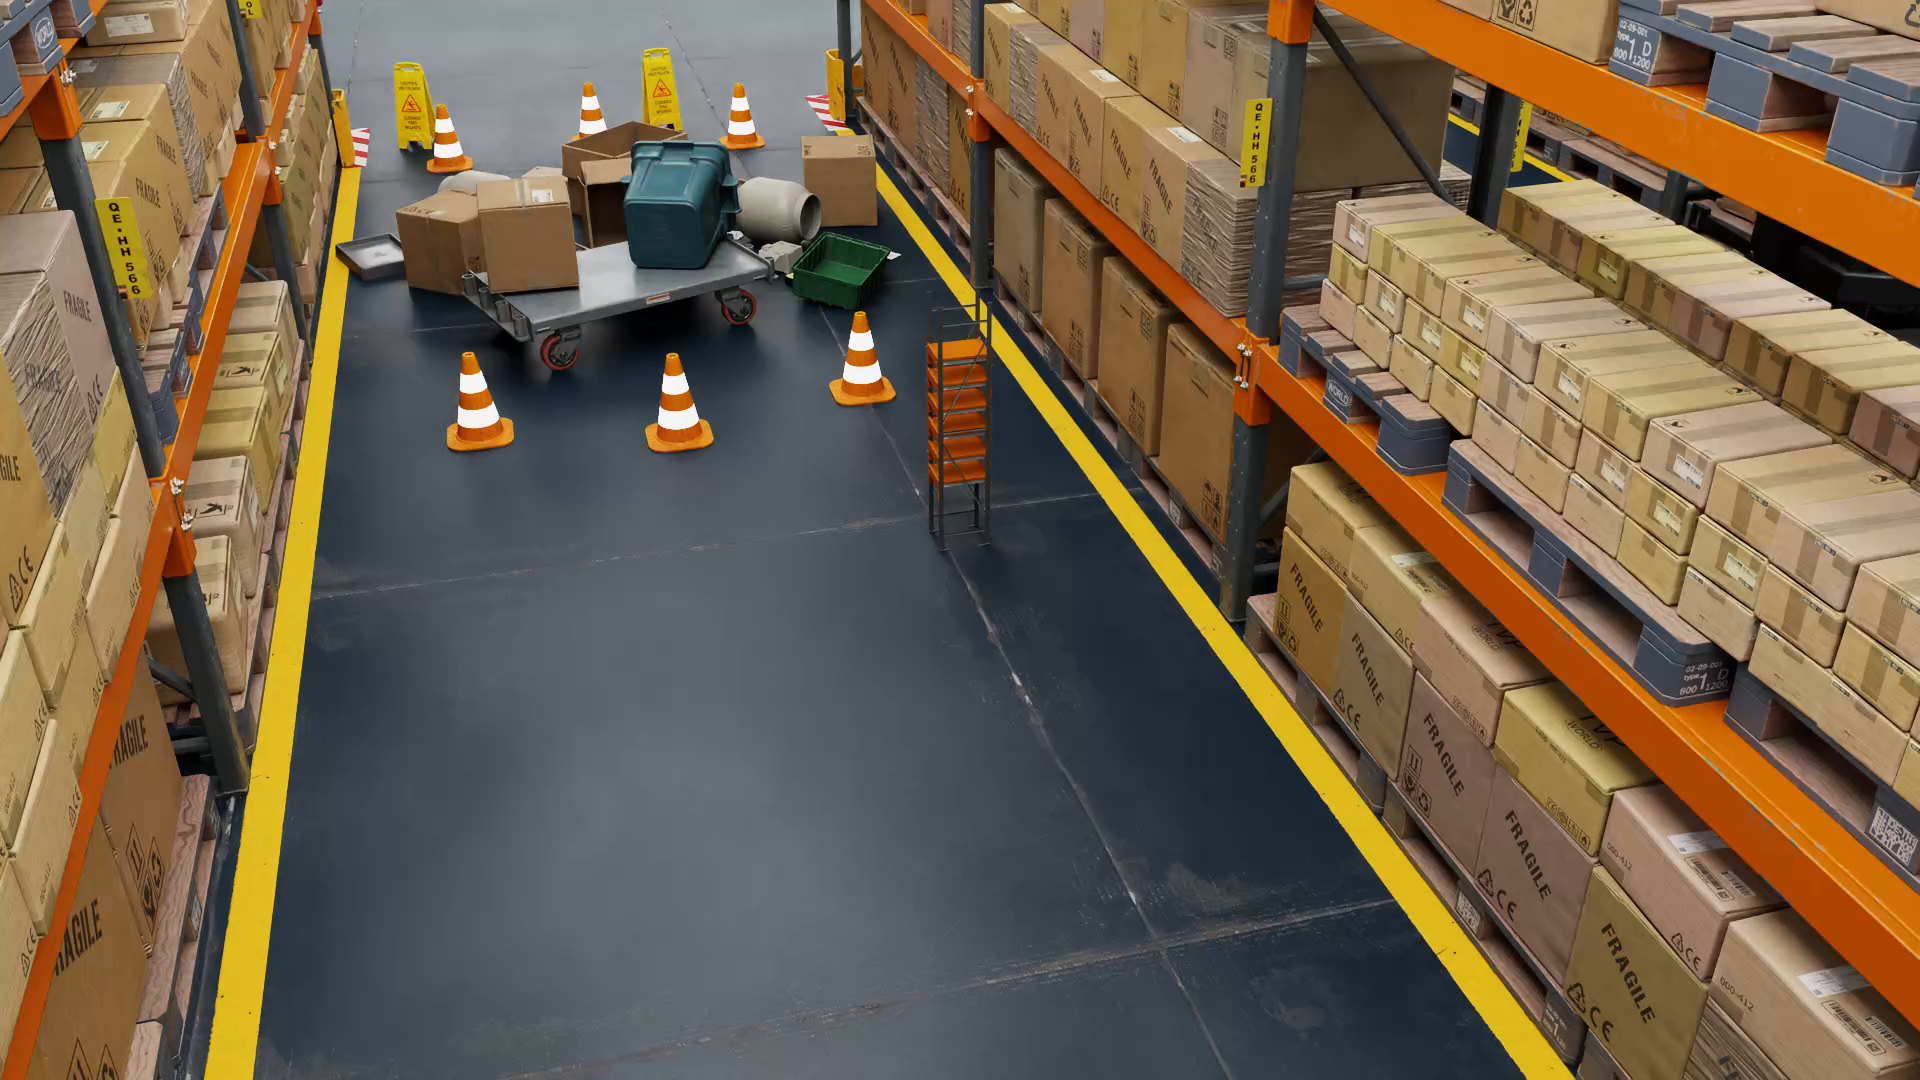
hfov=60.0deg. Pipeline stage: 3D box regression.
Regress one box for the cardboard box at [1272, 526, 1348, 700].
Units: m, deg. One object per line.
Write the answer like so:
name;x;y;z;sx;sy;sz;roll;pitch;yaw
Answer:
cardboard box;1.564;0.243;6.412;0.500;0.500;0.500;-9;31;-15

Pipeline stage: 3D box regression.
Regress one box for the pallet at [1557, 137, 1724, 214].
pallet;5.157;-2.688;12.183;1.003;0.211;1.213;-8;31;-13

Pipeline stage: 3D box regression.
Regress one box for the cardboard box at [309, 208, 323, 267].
cardboard box;-4.234;-1.826;10.237;0.500;0.250;0.500;-6;31;-10

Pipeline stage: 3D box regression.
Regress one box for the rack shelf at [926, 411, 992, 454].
rack shelf;-0.004;-0.488;7.484;0.258;0.103;0.180;-8;31;-13

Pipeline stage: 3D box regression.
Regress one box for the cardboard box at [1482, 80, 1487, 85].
cardboard box;4.649;-4.019;13.775;0.500;0.500;0.500;0;30;0

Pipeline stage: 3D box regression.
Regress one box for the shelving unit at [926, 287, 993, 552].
shelving unit;-0.004;-0.526;7.462;0.258;1.200;0.189;-8;31;-13

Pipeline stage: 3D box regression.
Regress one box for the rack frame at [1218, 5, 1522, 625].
rack frame;1.622;-1.033;6.540;1.000;3.000;0.127;-8;31;-13

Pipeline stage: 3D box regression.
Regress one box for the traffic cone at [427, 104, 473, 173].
traffic cone;-3.889;-3.055;12.567;0.336;0.463;0.334;-8;31;-13

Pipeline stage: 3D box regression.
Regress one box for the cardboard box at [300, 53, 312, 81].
cardboard box;-4.557;-3.144;11.117;0.380;0.149;0.250;-7;31;-12

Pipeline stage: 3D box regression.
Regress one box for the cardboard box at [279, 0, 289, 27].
cardboard box;-4.463;-3.404;10.240;0.500;0.500;0.500;-7;31;-13

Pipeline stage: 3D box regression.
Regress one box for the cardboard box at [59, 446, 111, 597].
cardboard box;-2.610;-0.030;4.458;0.500;0.250;0.500;-9;31;-15

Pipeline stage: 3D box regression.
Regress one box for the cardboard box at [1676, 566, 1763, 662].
cardboard box;2.108;0.160;4.311;0.380;0.149;0.250;-9;31;-15

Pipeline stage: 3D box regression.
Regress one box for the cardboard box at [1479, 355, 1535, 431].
cardboard box;1.837;-0.473;5.107;0.380;0.149;0.250;-8;31;-13

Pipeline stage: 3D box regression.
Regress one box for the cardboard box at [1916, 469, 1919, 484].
cardboard box;2.745;-0.185;4.313;0.380;0.149;0.250;-8;31;-14

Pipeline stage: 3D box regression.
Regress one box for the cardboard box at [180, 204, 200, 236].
cardboard box;-3.413;-1.367;6.950;0.380;0.149;0.250;-7;31;-12

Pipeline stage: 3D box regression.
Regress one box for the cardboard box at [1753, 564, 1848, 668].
cardboard box;2.177;0.153;4.026;0.380;0.149;0.250;-9;31;-15

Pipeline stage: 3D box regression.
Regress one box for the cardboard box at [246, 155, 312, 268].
cardboard box;-4.081;-1.895;9.606;0.500;0.500;0.500;-6;31;-11

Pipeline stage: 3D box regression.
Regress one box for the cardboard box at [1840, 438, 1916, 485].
cardboard box;2.670;-0.187;4.613;0.380;0.149;0.250;-8;31;-14

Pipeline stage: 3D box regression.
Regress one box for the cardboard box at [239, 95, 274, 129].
cardboard box;-3.960;-2.344;9.055;0.380;0.149;0.250;-8;31;-14

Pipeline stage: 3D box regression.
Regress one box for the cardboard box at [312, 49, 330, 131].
cardboard box;-4.783;-3.153;11.781;0.500;0.500;0.500;-8;31;-13

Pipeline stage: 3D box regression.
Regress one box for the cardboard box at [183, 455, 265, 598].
cardboard box;-3.467;0.000;6.959;0.950;0.372;0.625;-8;31;-14

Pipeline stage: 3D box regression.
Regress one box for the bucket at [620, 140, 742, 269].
bucket;-1.698;-1.965;9.900;0.726;0.611;0.620;2;40;4

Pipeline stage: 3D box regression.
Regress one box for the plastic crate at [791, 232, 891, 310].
plastic crate;-0.749;-1.682;10.411;0.450;0.188;0.662;16;32;7

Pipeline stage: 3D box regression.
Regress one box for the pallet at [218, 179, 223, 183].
pallet;-4.123;-1.786;8.033;1.003;0.211;1.213;-8;31;-13

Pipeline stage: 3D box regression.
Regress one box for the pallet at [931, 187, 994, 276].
pallet;0.434;-2.135;11.228;1.003;0.211;1.213;-8;31;-13

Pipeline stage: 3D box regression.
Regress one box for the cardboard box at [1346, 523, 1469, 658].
cardboard box;1.706;0.153;5.819;0.500;0.250;0.500;-8;31;-14

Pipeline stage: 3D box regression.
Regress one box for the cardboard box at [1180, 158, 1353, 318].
cardboard box;1.244;-1.258;6.829;0.500;0.500;0.500;-8;31;-13

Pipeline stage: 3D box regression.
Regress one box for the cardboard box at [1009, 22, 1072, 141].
cardboard box;0.575;-2.474;8.931;0.500;0.500;0.500;-8;31;-13

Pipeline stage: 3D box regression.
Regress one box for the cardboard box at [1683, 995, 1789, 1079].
cardboard box;2.245;1.475;4.283;0.500;0.500;0.500;-8;31;-14

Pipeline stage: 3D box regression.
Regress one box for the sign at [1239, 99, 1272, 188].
sign;1.088;-1.458;6.119;0.100;0.325;0.005;-8;31;-13

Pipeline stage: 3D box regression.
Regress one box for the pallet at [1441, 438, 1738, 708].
pallet;2.187;0.001;4.945;1.003;0.211;1.213;-8;31;-13

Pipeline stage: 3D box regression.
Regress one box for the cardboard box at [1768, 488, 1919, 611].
cardboard box;2.180;0.019;3.960;0.380;0.149;0.250;-8;31;-13

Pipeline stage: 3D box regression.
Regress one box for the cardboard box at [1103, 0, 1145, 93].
cardboard box;1.103;-2.465;7.917;0.700;0.500;0.500;-8;31;-14

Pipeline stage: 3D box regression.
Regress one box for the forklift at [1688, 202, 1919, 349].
forklift;3.976;-1.550;7.503;1.130;2.935;3.031;-5;30;-8

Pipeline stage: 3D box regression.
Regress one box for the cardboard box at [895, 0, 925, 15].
cardboard box;0.016;-3.988;11.495;0.875;0.550;0.500;-8;31;-13

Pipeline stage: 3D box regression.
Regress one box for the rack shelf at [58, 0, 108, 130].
rack shelf;-3.654;-2.278;6.416;1.077;0.370;4.000;-8;31;-13

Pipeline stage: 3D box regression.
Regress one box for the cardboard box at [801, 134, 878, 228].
cardboard box;-0.841;-2.497;11.562;0.500;0.500;0.500;-3;30;-5

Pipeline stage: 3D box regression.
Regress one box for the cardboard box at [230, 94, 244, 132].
cardboard box;-3.783;-2.119;8.248;0.380;0.149;0.250;-7;31;-13

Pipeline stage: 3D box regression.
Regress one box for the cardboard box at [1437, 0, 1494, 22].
cardboard box;1.657;-1.822;4.810;0.500;0.500;0.500;-8;31;-13

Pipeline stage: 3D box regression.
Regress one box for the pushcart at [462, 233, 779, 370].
pushcart;-2.000;-1.450;9.878;1.648;0.377;0.936;-20;35;-30

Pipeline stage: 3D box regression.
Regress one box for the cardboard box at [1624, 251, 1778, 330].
cardboard box;2.403;-0.811;5.394;0.380;0.149;0.250;-7;31;-12

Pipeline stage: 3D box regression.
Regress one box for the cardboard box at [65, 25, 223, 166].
cardboard box;-3.577;-1.929;7.273;0.500;0.500;0.500;-7;31;-12

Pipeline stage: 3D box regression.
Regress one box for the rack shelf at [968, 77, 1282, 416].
rack shelf;1.091;-1.687;8.389;1.077;0.370;4.000;-8;31;-13

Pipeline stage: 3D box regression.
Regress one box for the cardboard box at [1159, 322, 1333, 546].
cardboard box;1.547;-0.547;7.527;1.050;0.750;0.750;-8;31;-14

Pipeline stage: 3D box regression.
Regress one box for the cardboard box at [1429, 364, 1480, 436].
cardboard box;1.763;-0.473;5.404;0.380;0.149;0.250;-6;31;-11

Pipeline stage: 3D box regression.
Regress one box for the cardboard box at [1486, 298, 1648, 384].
cardboard box;1.836;-0.607;5.042;0.380;0.149;0.250;-6;31;-11

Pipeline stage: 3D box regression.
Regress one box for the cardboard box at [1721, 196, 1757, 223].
cardboard box;5.512;-2.384;10.931;0.700;0.500;0.500;-10;32;-17

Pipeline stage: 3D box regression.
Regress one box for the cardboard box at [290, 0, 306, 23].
cardboard box;-4.622;-3.574;11.181;0.380;0.149;0.250;-7;31;-12

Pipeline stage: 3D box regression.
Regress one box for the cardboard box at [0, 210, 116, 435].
cardboard box;-2.734;-0.587;4.671;0.500;0.500;0.500;-9;31;-15

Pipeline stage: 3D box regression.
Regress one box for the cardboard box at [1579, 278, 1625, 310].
cardboard box;2.337;-0.801;5.674;0.380;0.149;0.250;-7;31;-12

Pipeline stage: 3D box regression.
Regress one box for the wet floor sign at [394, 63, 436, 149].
wet floor sign;-4.266;-3.404;12.988;0.267;0.644;0.232;2;30;4

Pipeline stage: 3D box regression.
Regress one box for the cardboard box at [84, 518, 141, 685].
cardboard box;-2.588;0.194;4.571;0.500;0.250;0.500;-7;31;-12

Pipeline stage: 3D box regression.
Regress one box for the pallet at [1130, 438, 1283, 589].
pallet;1.486;-0.216;7.913;1.003;0.211;1.213;-8;31;-13

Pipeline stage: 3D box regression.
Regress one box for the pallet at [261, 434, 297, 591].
pallet;-3.650;-0.084;7.685;1.003;0.211;1.213;-8;31;-13
